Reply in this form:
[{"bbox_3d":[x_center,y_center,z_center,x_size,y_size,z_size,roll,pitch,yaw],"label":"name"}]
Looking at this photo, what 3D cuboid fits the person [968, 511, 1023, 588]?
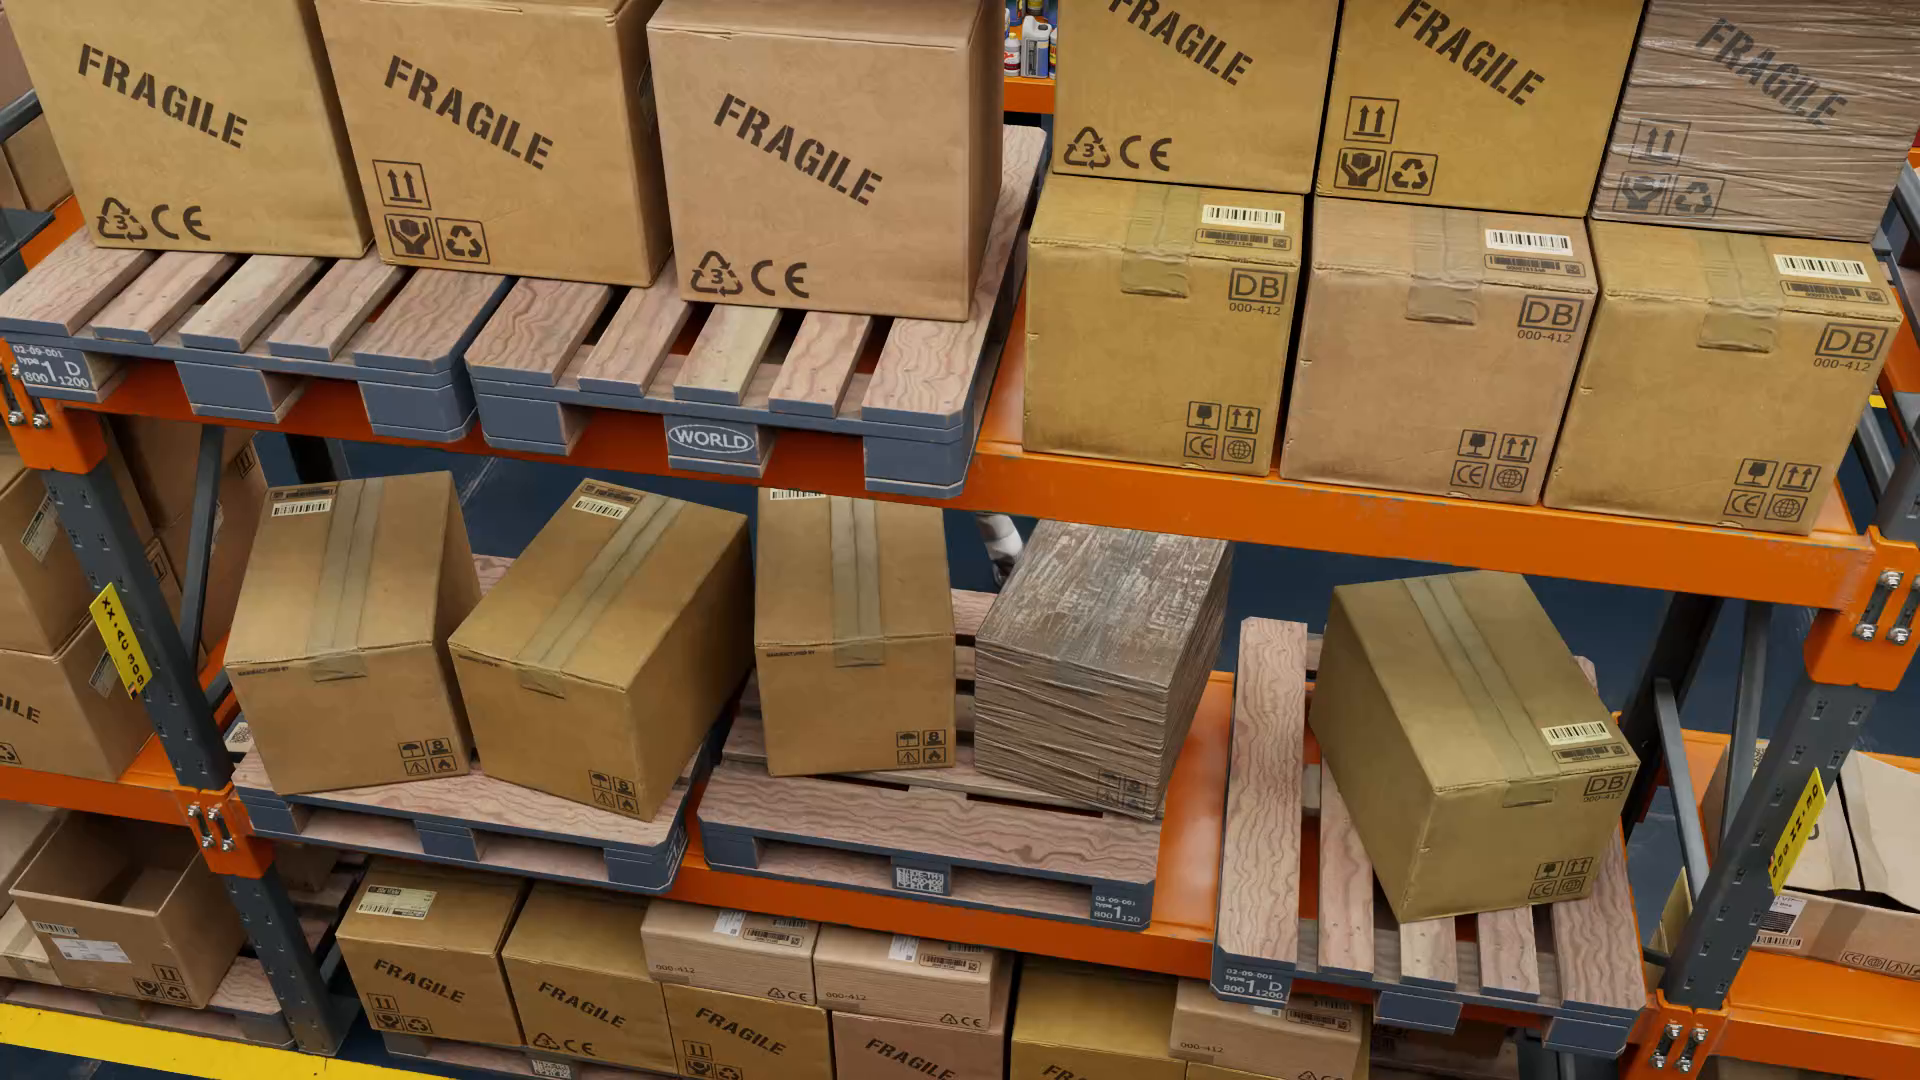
[{"bbox_3d":[-0.160,-0.441,6.658,0.904,1.753,0.634,19,44,21],"label":"person"}]
